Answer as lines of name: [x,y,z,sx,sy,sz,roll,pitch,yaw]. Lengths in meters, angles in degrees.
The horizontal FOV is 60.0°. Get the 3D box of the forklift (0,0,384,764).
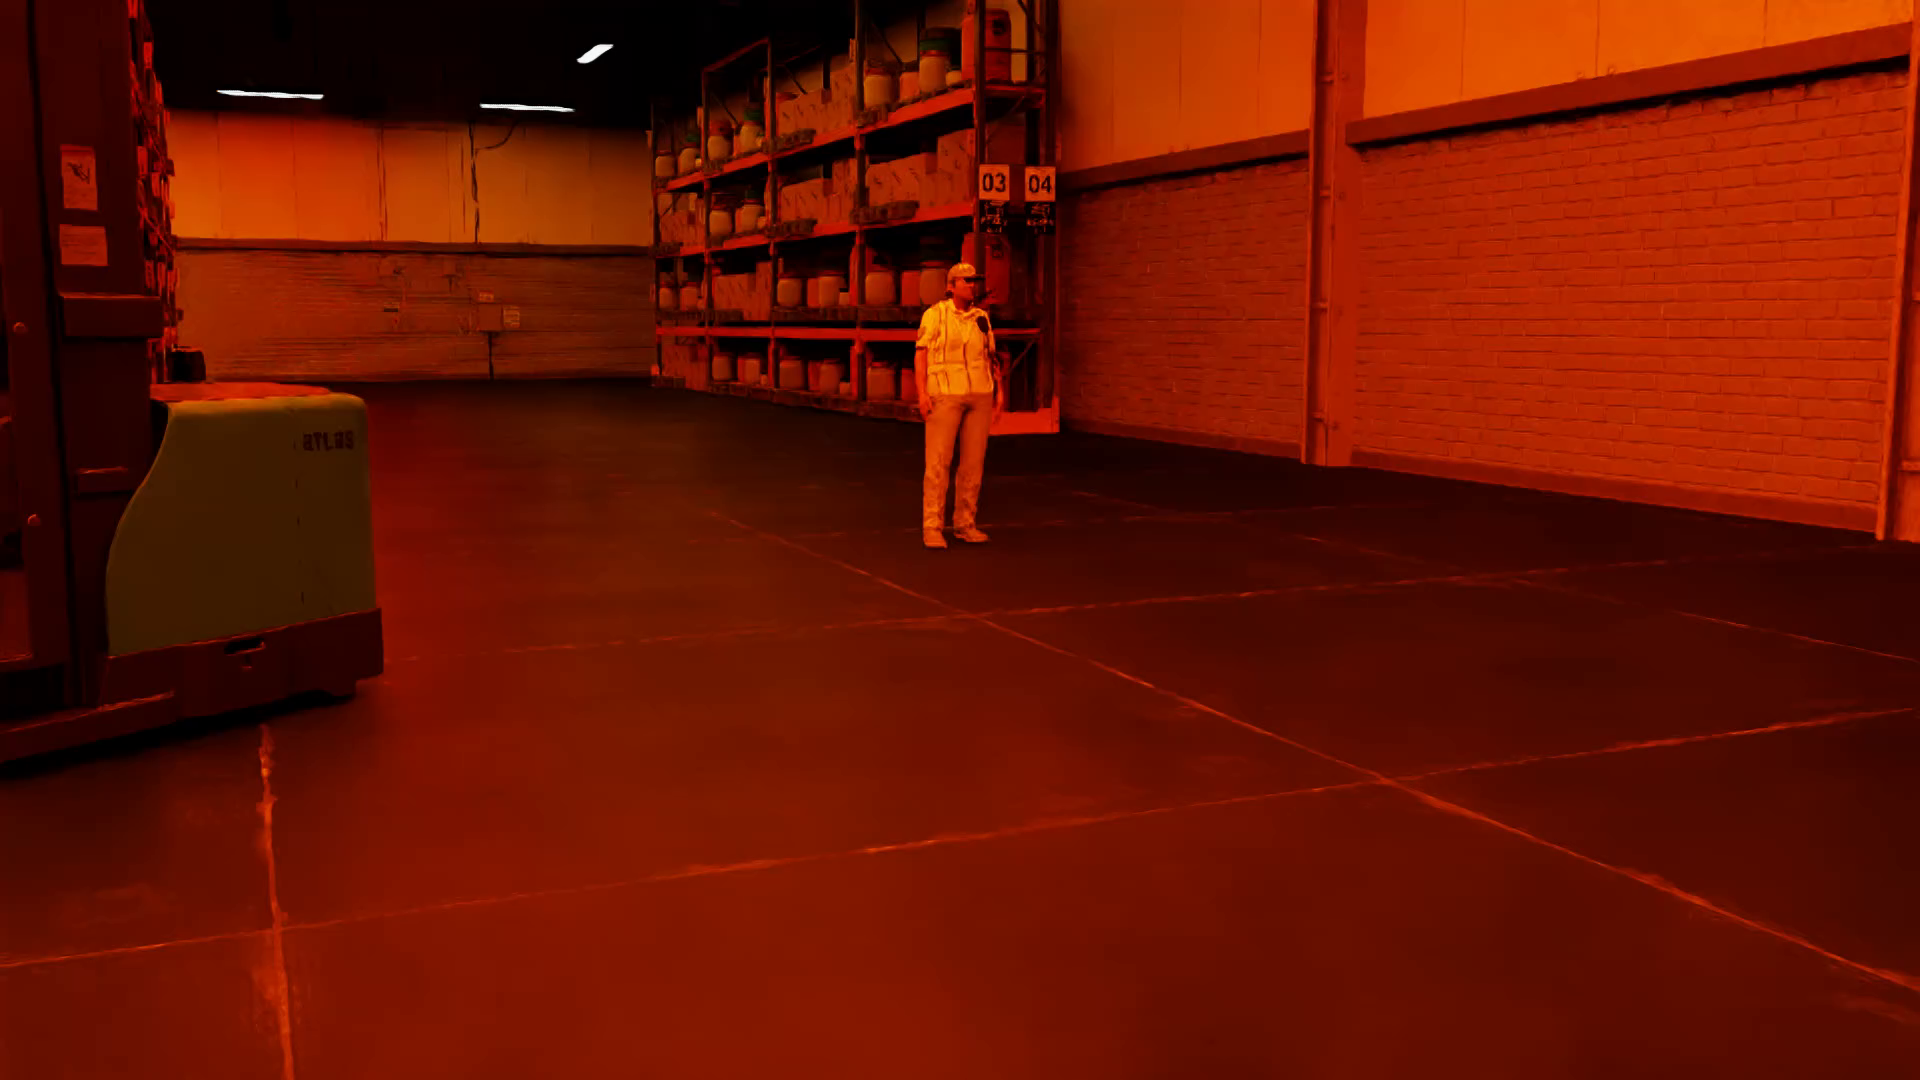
forklift: [-3.265,-0.773,4.805,1.130,2.935,3.031,5,9,31]

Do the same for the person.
person: [0.010,-0.823,9.965,0.598,1.669,0.529,-3,8,-23]
